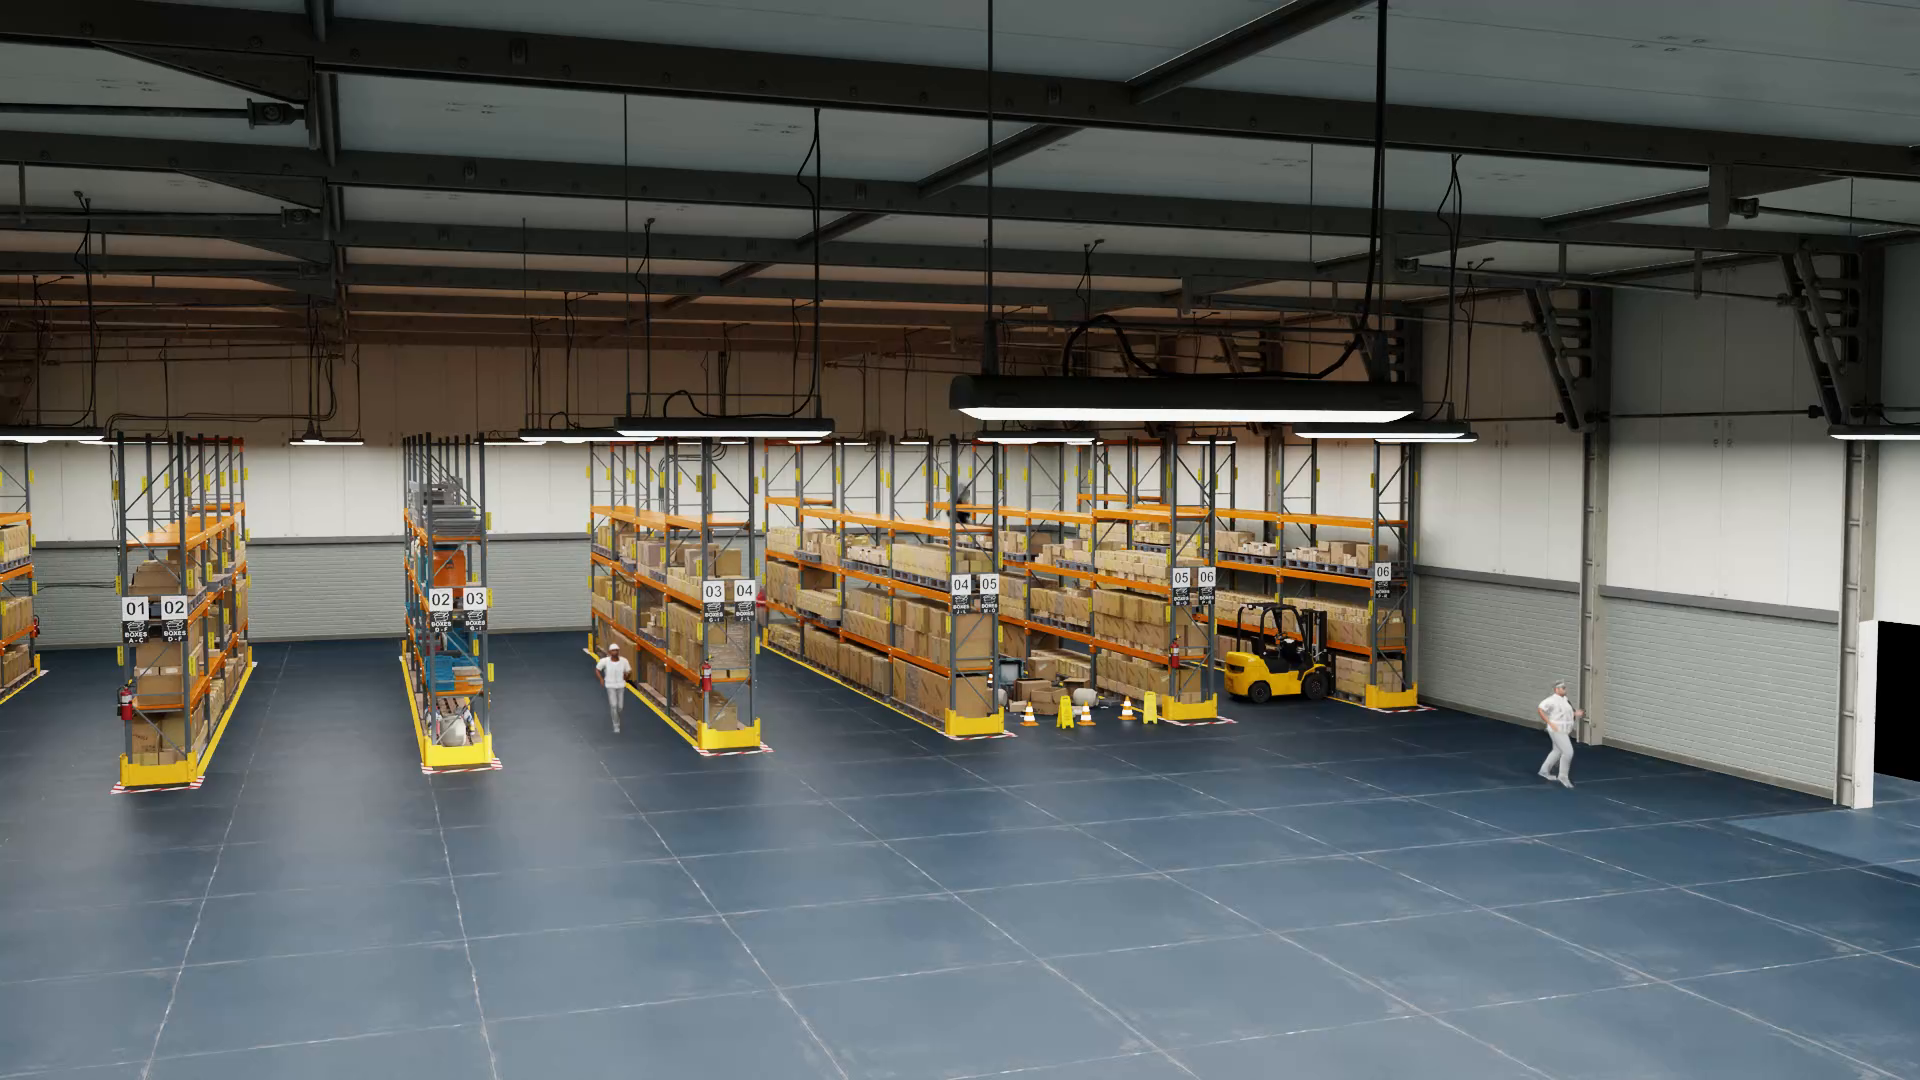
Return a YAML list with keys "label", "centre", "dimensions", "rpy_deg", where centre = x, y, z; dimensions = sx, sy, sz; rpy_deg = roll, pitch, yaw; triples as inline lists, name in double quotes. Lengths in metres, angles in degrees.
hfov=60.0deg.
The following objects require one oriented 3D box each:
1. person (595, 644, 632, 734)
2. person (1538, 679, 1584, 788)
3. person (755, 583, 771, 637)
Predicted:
- label: "person"
  centre: [-6.983, 2.975, 33.626]
  dimensions: [0.701, 1.768, 0.826]
  rpy_deg: [-1, 3, -23]
- label: "person"
  centre: [10.186, 3.281, 28.226]
  dimensions: [0.745, 1.846, 0.639]
  rpy_deg: [2, 4, 38]
- label: "person"
  centre: [-5.894, 2.155, 49.109]
  dimensions: [0.778, 1.789, 0.660]
  rpy_deg: [-2, 4, -37]
